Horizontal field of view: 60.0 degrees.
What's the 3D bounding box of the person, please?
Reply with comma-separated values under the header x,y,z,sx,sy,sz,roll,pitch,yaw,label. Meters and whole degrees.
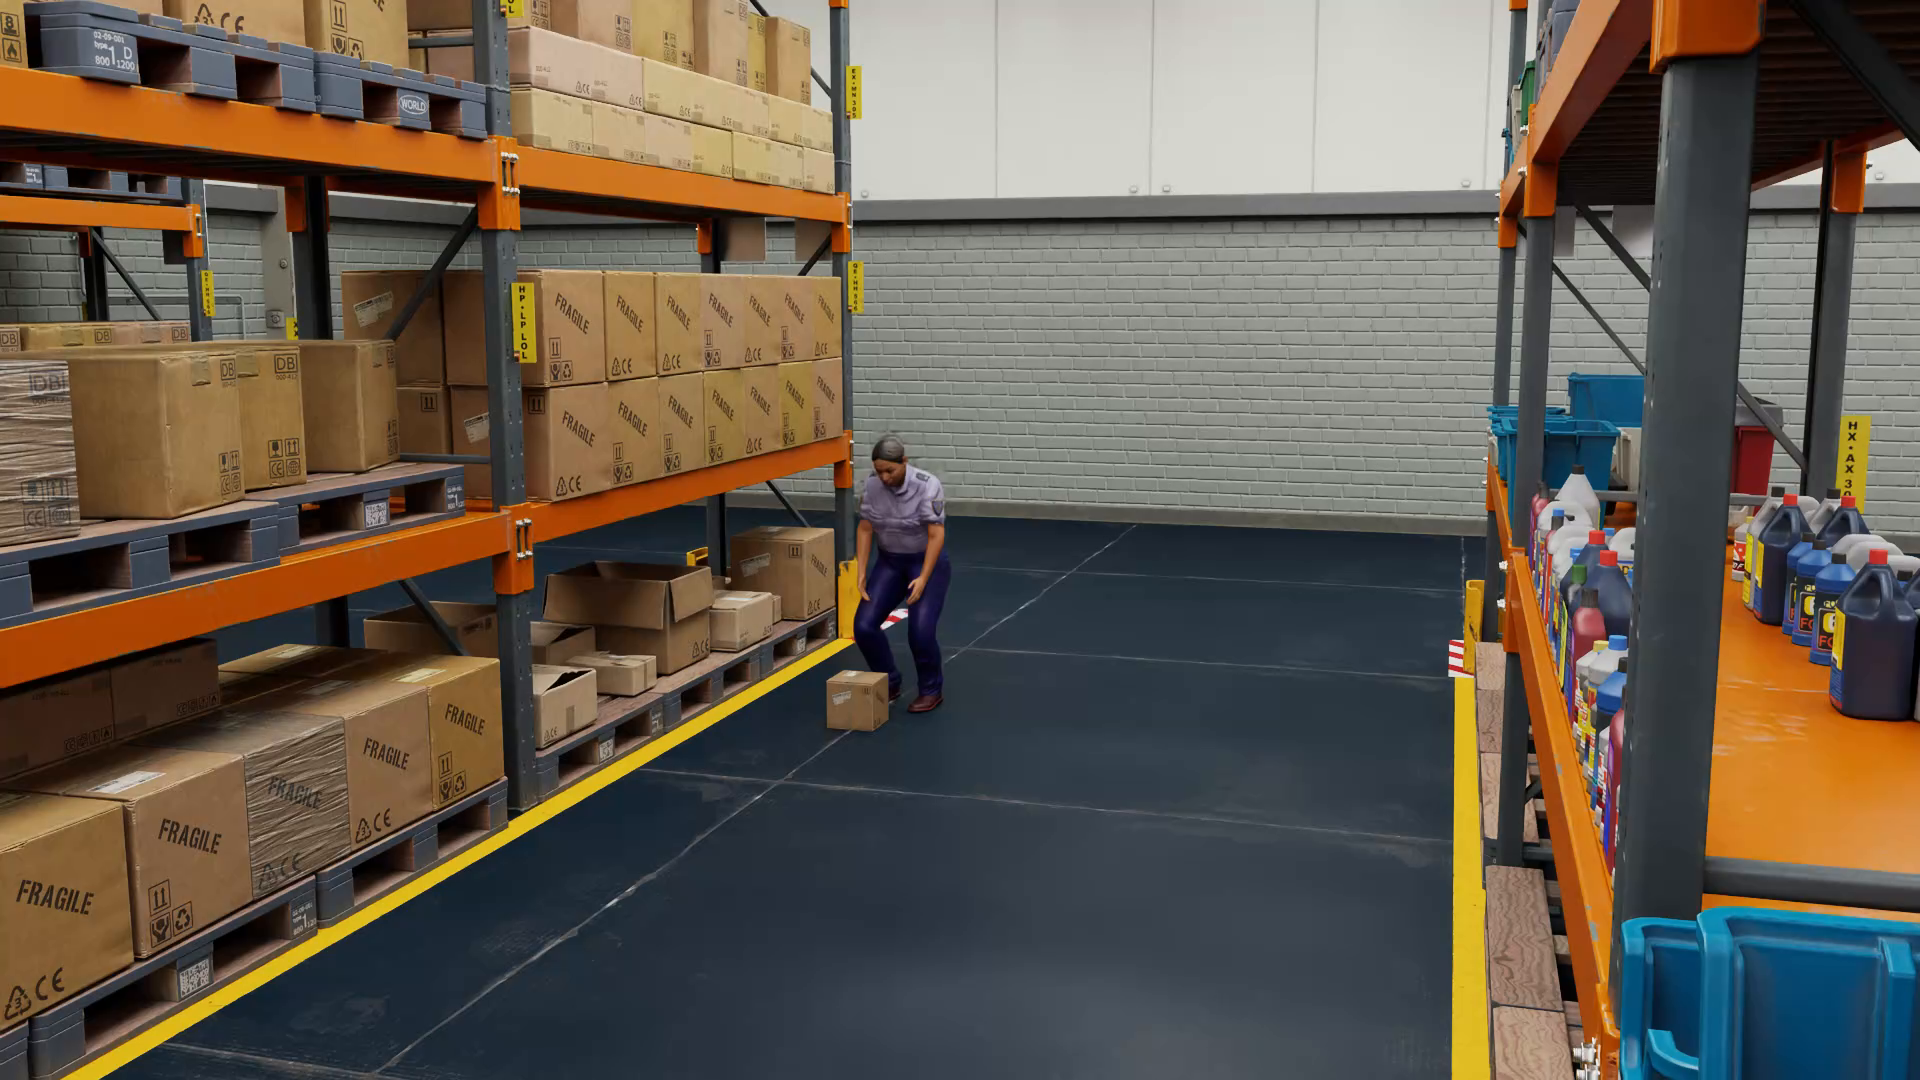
x,y,z,sx,sy,sz,roll,pitch,yaw,label
-0.281,0.182,8.863,0.528,1.457,0.573,5,10,29,person
